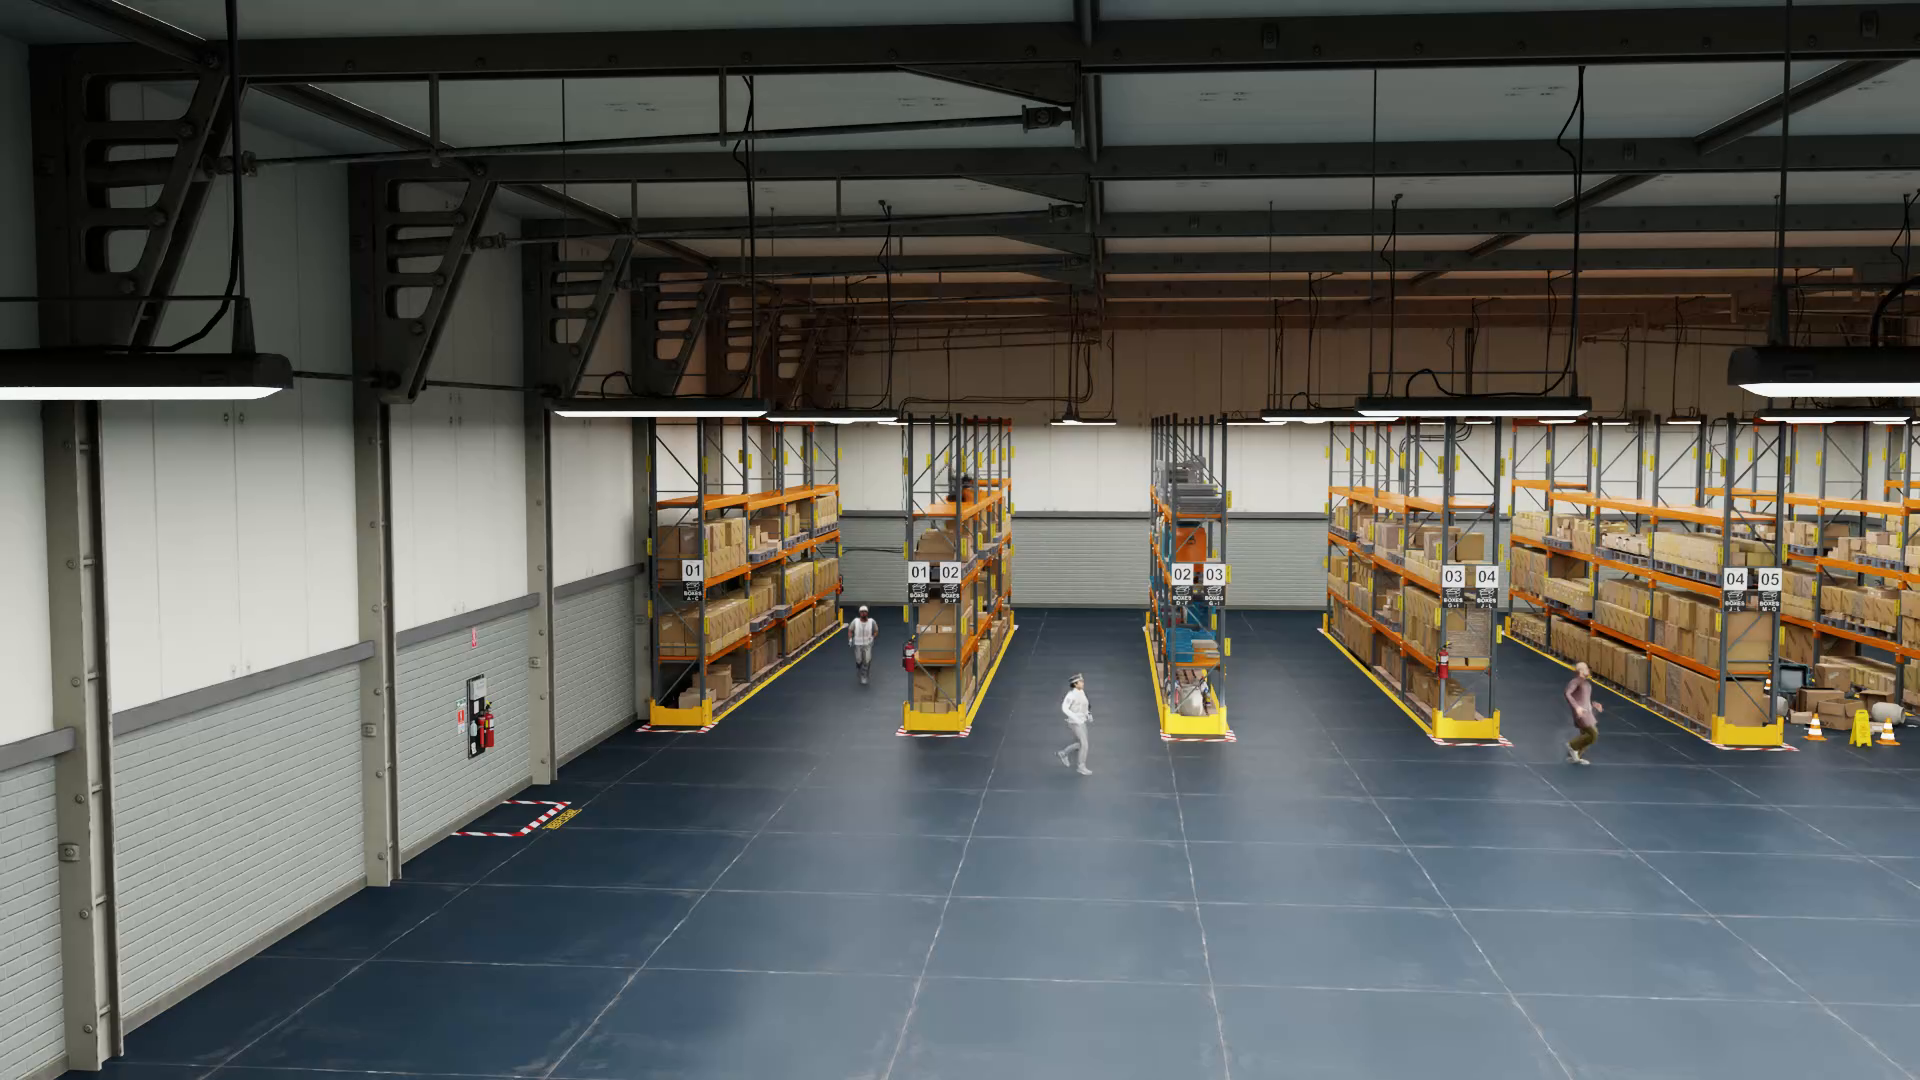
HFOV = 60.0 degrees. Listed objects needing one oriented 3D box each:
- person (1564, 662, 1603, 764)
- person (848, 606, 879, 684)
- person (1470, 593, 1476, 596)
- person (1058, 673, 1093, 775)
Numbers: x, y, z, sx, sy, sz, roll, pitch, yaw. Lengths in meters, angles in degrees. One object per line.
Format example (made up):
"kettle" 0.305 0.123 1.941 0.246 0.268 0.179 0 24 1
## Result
"person" 10.604 2.955 28.256 0.569 1.738 0.720 3 5 33
"person" -2.152 2.340 37.158 0.687 1.733 0.599 0 4 -6
"person" 13.894 1.829 45.911 0.673 1.683 0.772 3 5 34
"person" 1.904 3.037 27.580 0.636 1.680 0.627 2 4 29
